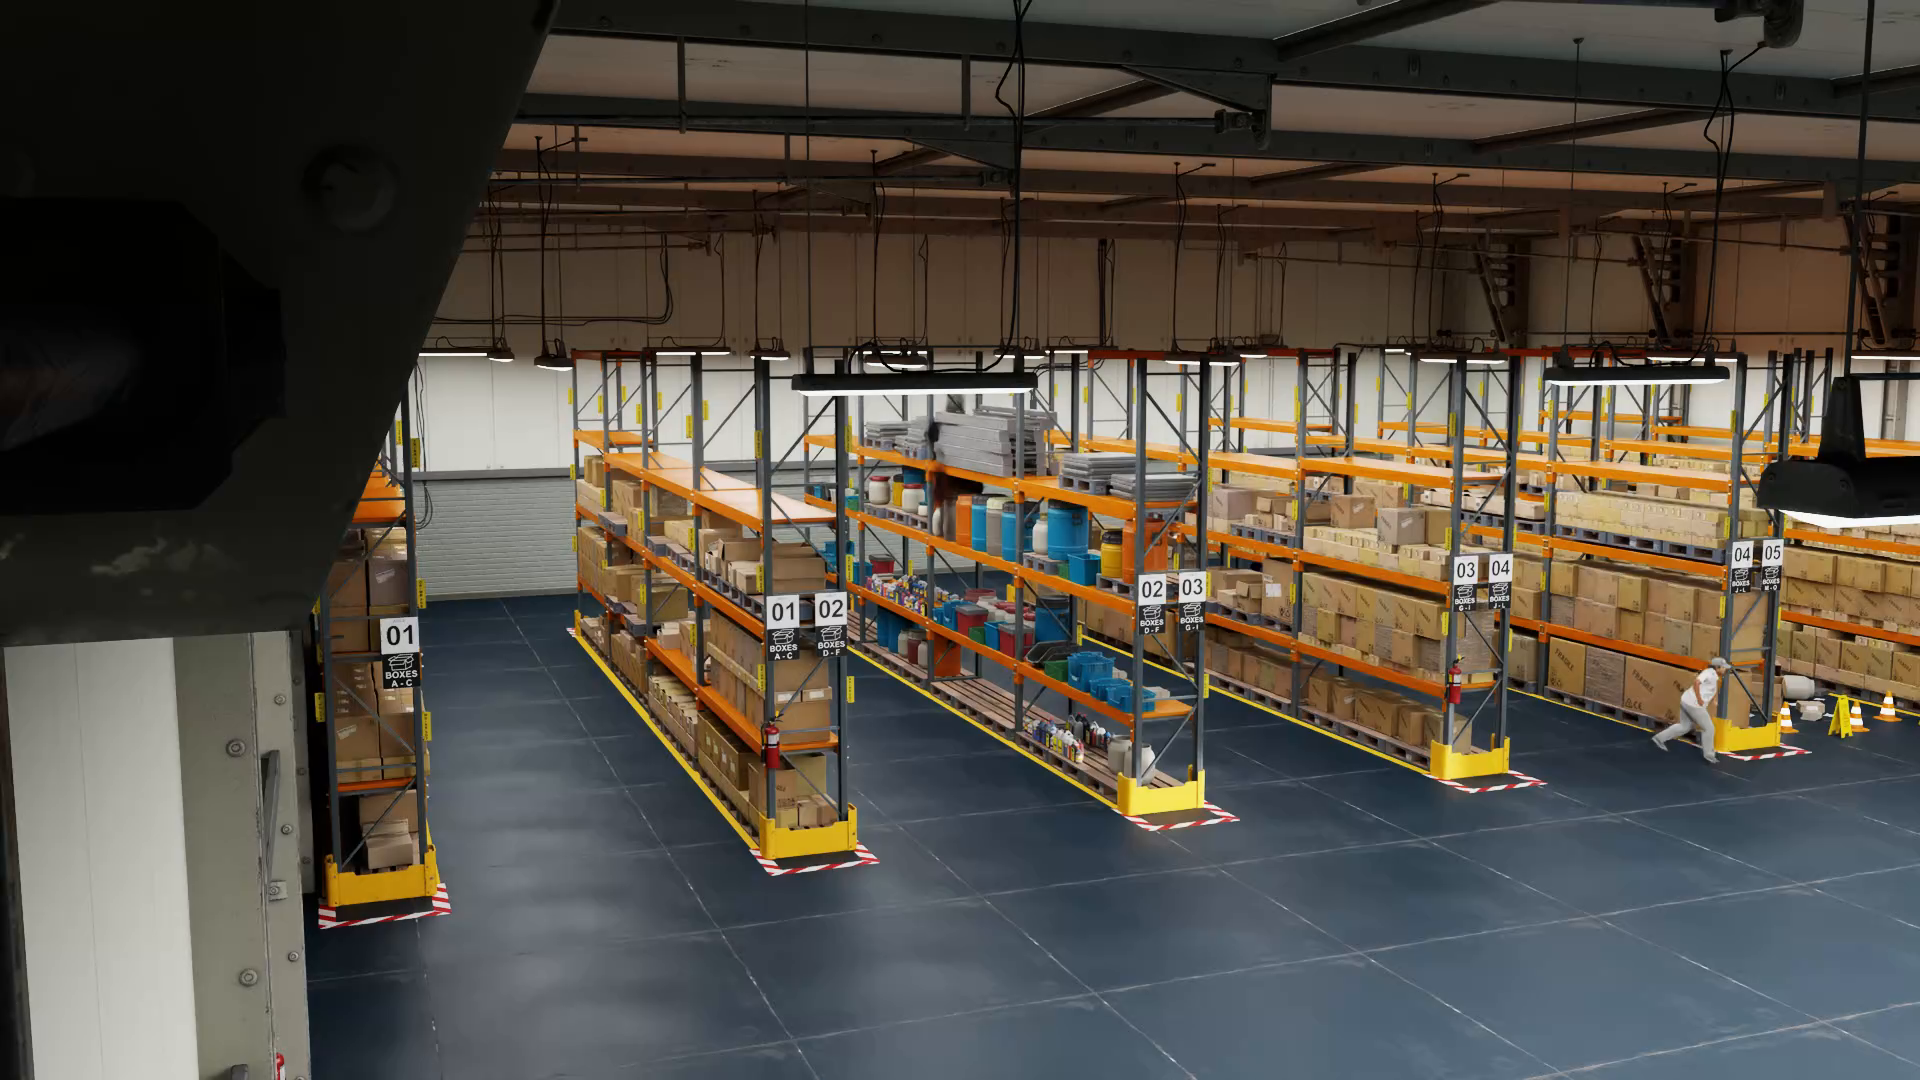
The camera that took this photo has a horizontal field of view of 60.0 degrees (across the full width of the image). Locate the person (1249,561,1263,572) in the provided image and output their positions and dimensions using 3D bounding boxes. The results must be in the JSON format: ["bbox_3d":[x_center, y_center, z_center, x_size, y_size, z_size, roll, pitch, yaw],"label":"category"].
[{"bbox_3d":[7.400,0.446,41.150,0.590,1.601,0.636,6,9,39],"label":"person"}]

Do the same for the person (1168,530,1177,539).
[{"bbox_3d":[5.035,0.443,40.568,0.730,1.699,0.572,7,10,43],"label":"person"}]

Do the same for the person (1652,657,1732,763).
[{"bbox_3d":[10.837,2.514,24.656,1.033,1.626,0.643,3,8,24],"label":"person"}]
